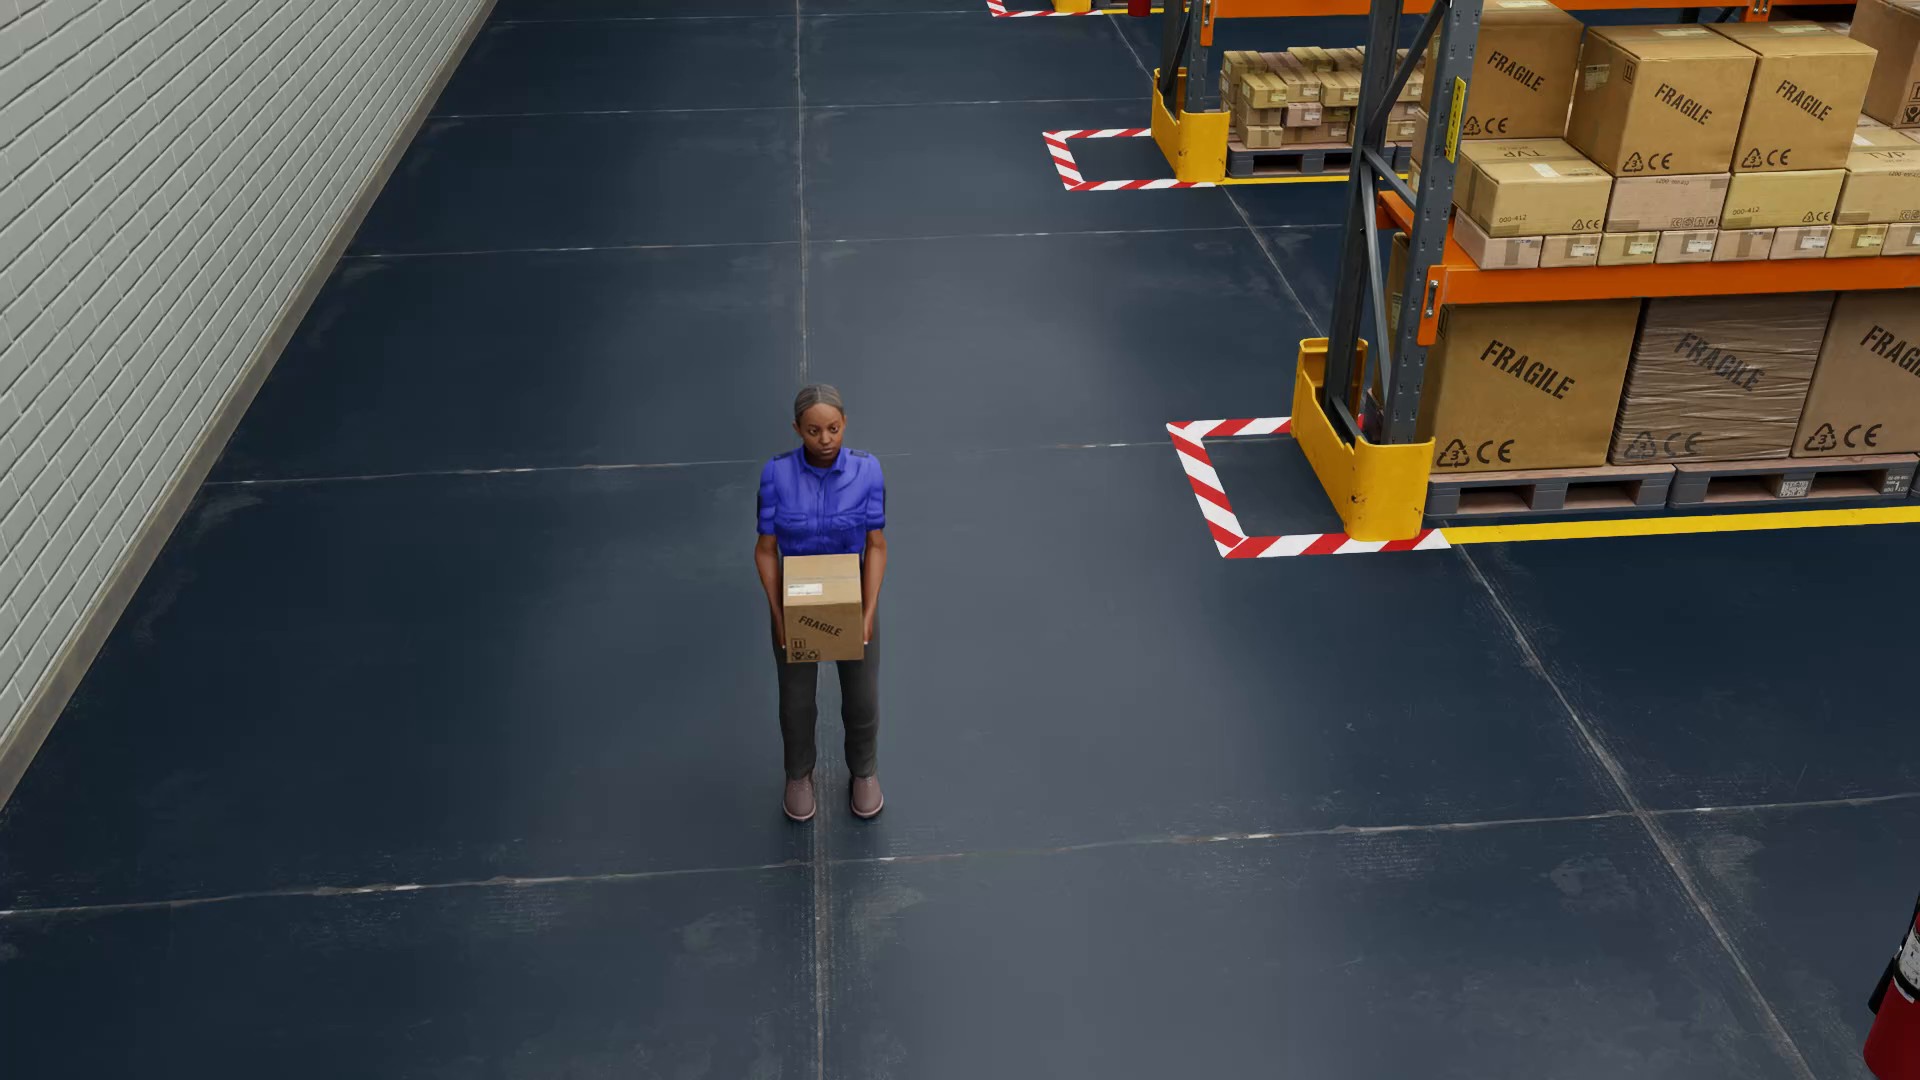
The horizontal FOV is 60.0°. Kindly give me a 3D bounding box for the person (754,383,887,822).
[{"bbox_3d":[-0.463,0.282,5.696,0.450,1.641,0.503,-2,31,-4],"label":"person"}]
